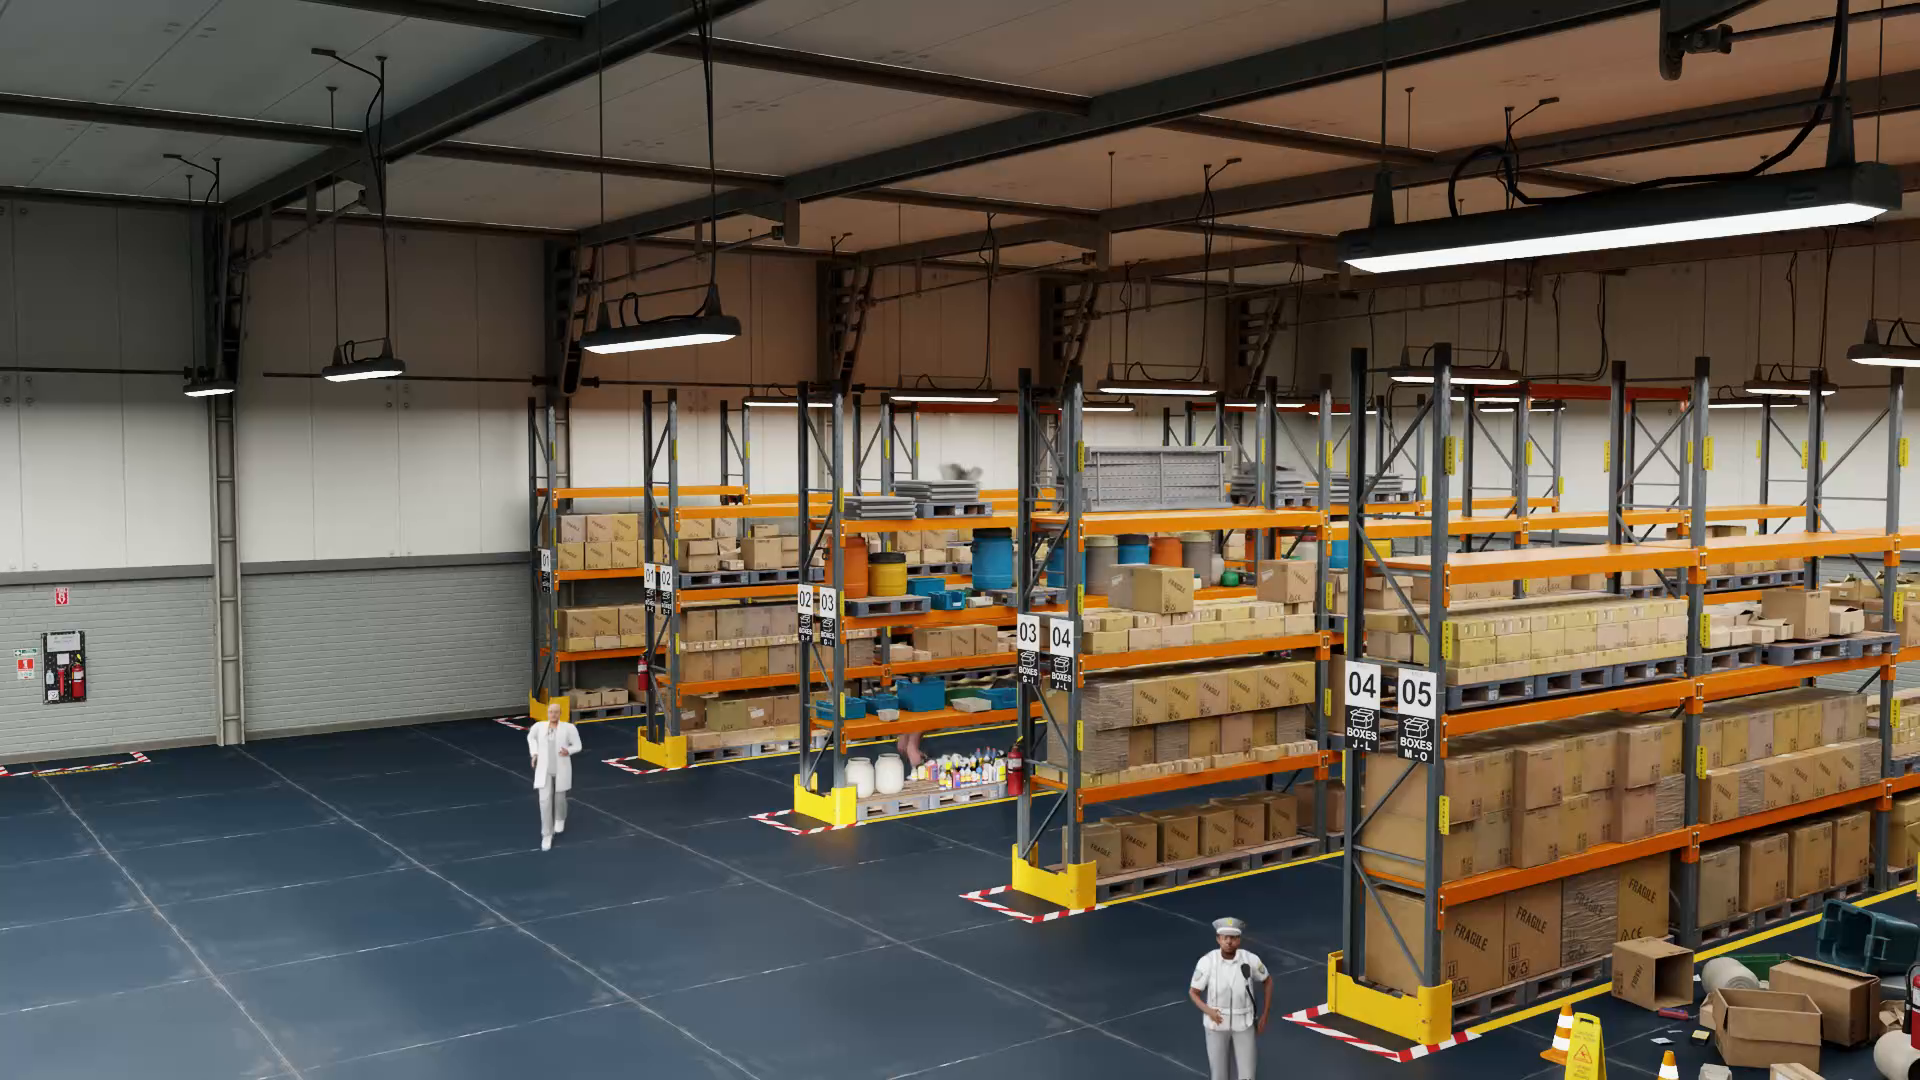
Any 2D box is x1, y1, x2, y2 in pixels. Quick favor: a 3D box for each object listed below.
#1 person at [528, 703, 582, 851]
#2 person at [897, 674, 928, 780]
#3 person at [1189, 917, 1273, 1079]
[{"bbox_3d":[-5.227,2.995,21.426,0.703,1.805,1.040,0,3,-8],"label":"person"},{"bbox_3d":[-0.676,2.855,25.379,0.557,1.609,0.575,-3,4,-38],"label":"person"},{"bbox_3d":[1.997,3.607,12.242,0.624,1.666,0.528,0,3,7],"label":"person"}]
